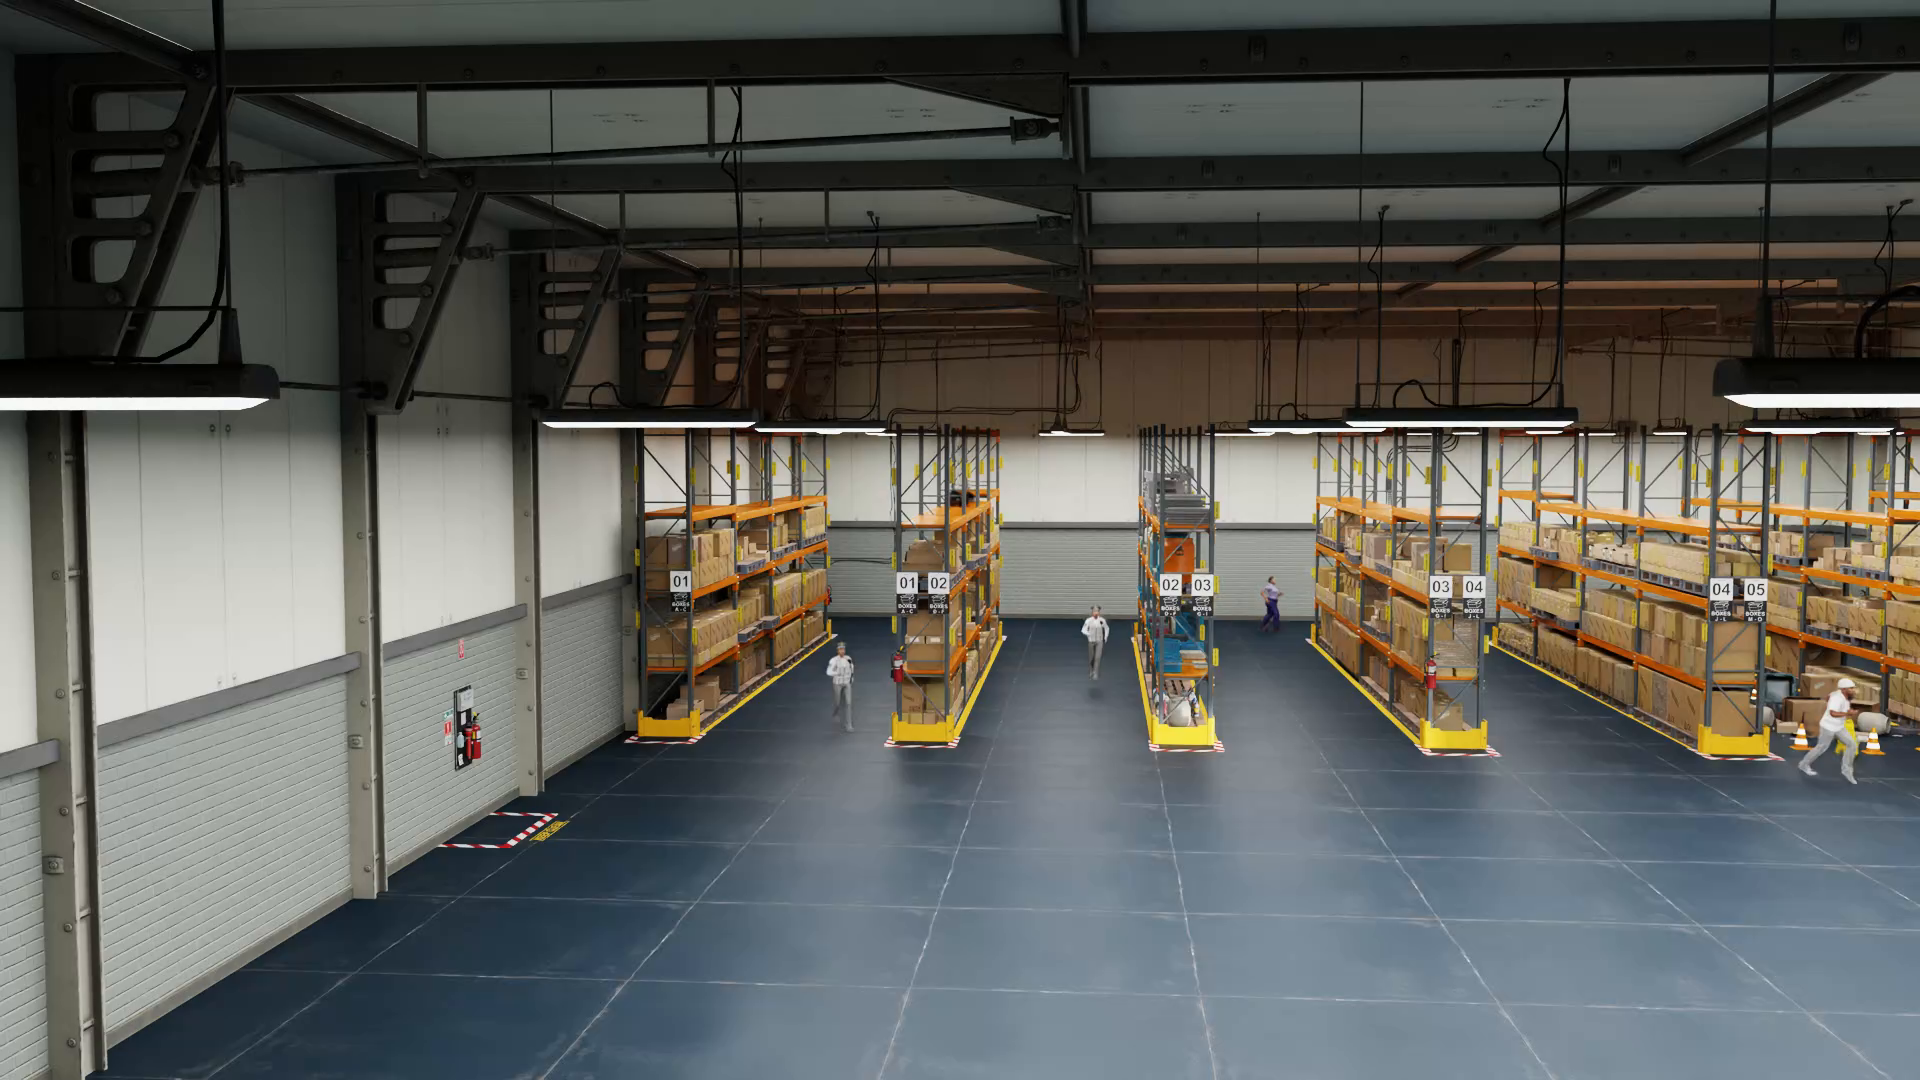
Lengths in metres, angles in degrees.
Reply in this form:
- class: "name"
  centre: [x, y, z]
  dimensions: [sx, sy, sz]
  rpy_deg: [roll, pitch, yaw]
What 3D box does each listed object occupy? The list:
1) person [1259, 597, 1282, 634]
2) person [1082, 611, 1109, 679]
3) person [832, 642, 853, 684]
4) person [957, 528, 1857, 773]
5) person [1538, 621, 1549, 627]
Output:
- class: "person"
  centre: [9.164, 2.226, 49.067]
  dimensions: [0.749, 1.097, 0.413]
  rpy_deg: [2, 4, 27]
- class: "person"
  centre: [3.086, 2.336, 37.790]
  dimensions: [0.626, 1.631, 0.699]
  rpy_deg: [0, 3, 3]
- class: "person"
  centre: [7.218, 1.962, 40.267]
  dimensions: [23.468, 0.824, 8.330]
  rpy_deg: [-1, 4, -20]
- class: "person"
  centre: [7.144, 1.799, 32.192]
  dimensions: [6.409, 3.581, 17.107]
  rpy_deg: [-3, 4, -39]
- class: "person"
  centre: [16.774, 2.267, 47.841]
  dimensions: [0.539, 0.919, 0.421]
  rpy_deg: [-1, 4, -16]
